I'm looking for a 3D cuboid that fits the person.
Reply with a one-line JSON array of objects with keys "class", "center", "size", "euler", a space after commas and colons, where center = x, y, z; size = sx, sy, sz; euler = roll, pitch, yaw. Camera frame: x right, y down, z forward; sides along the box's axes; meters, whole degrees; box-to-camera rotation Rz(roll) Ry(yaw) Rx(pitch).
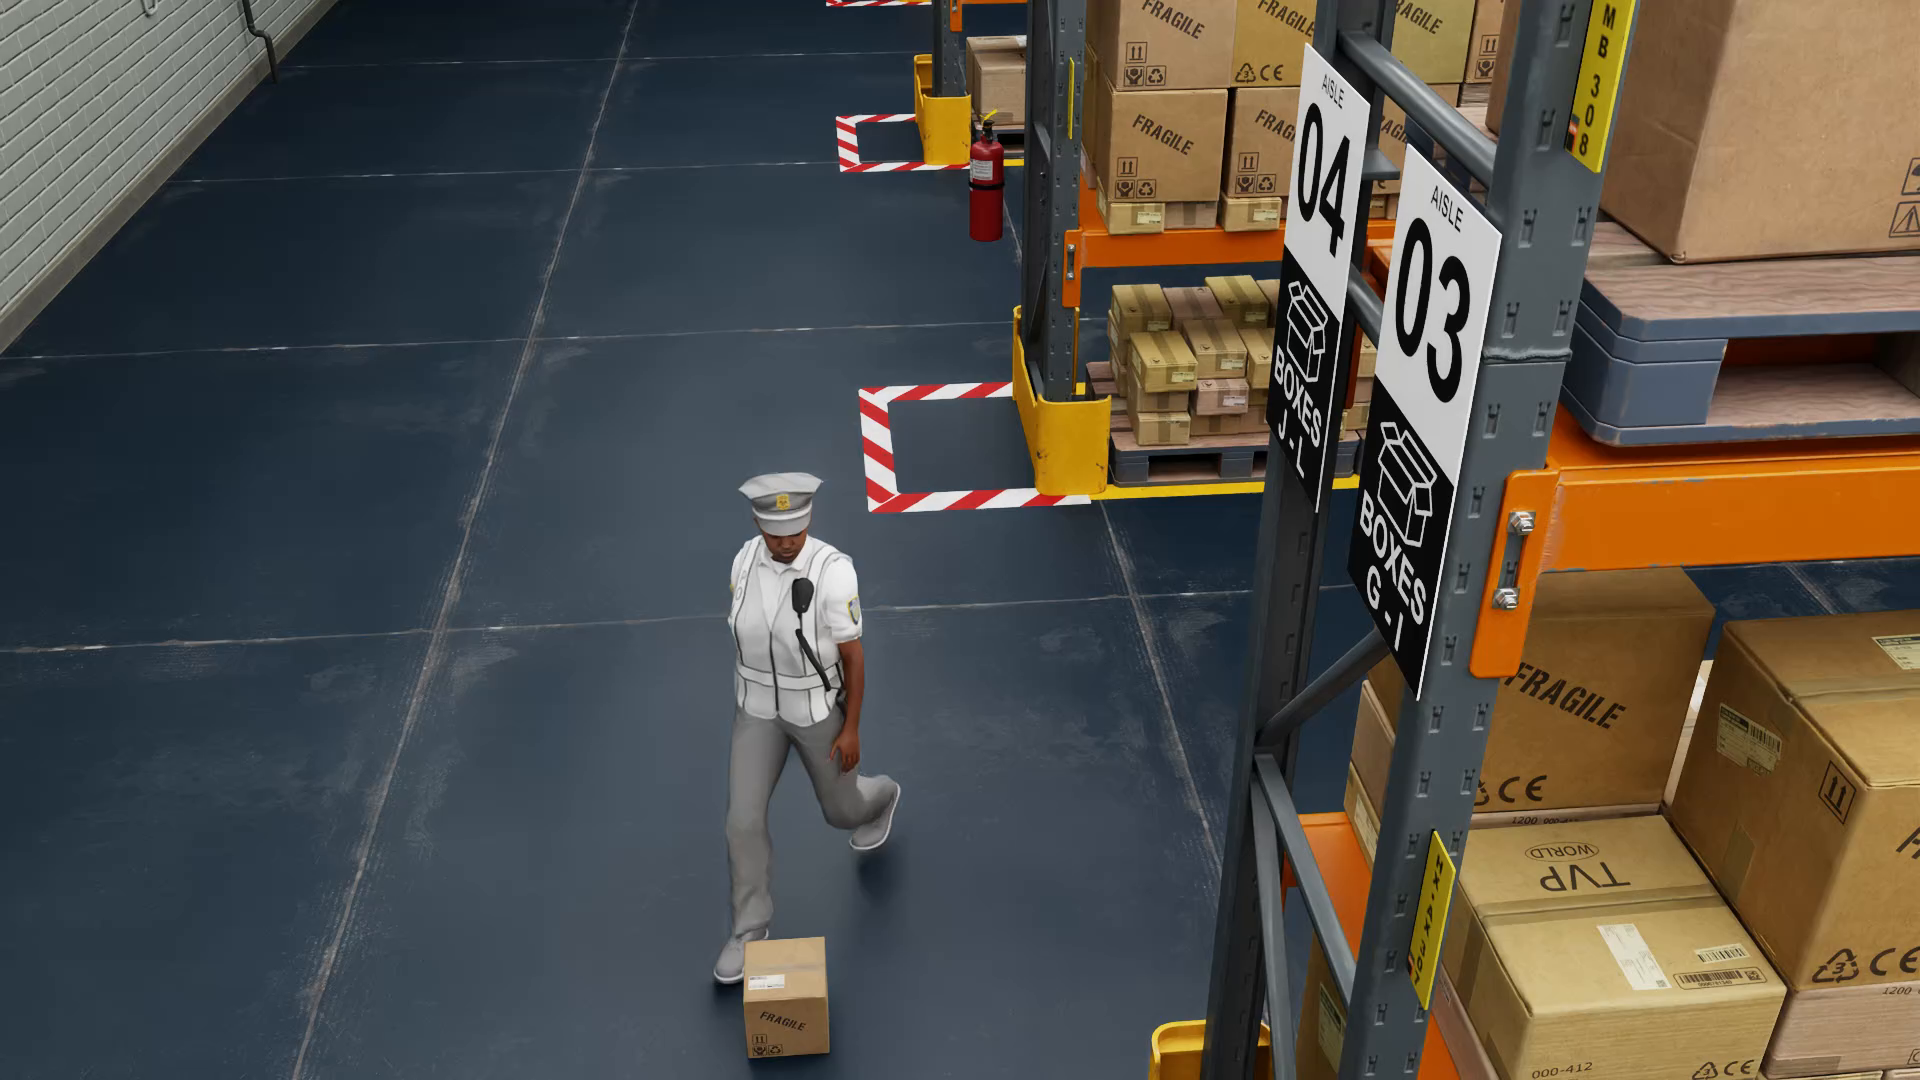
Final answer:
[{"class": "person", "center": [-0.535, 0.545, 5.252], "size": [0.463, 1.617, 0.922], "euler": [9, 33, 15]}]
